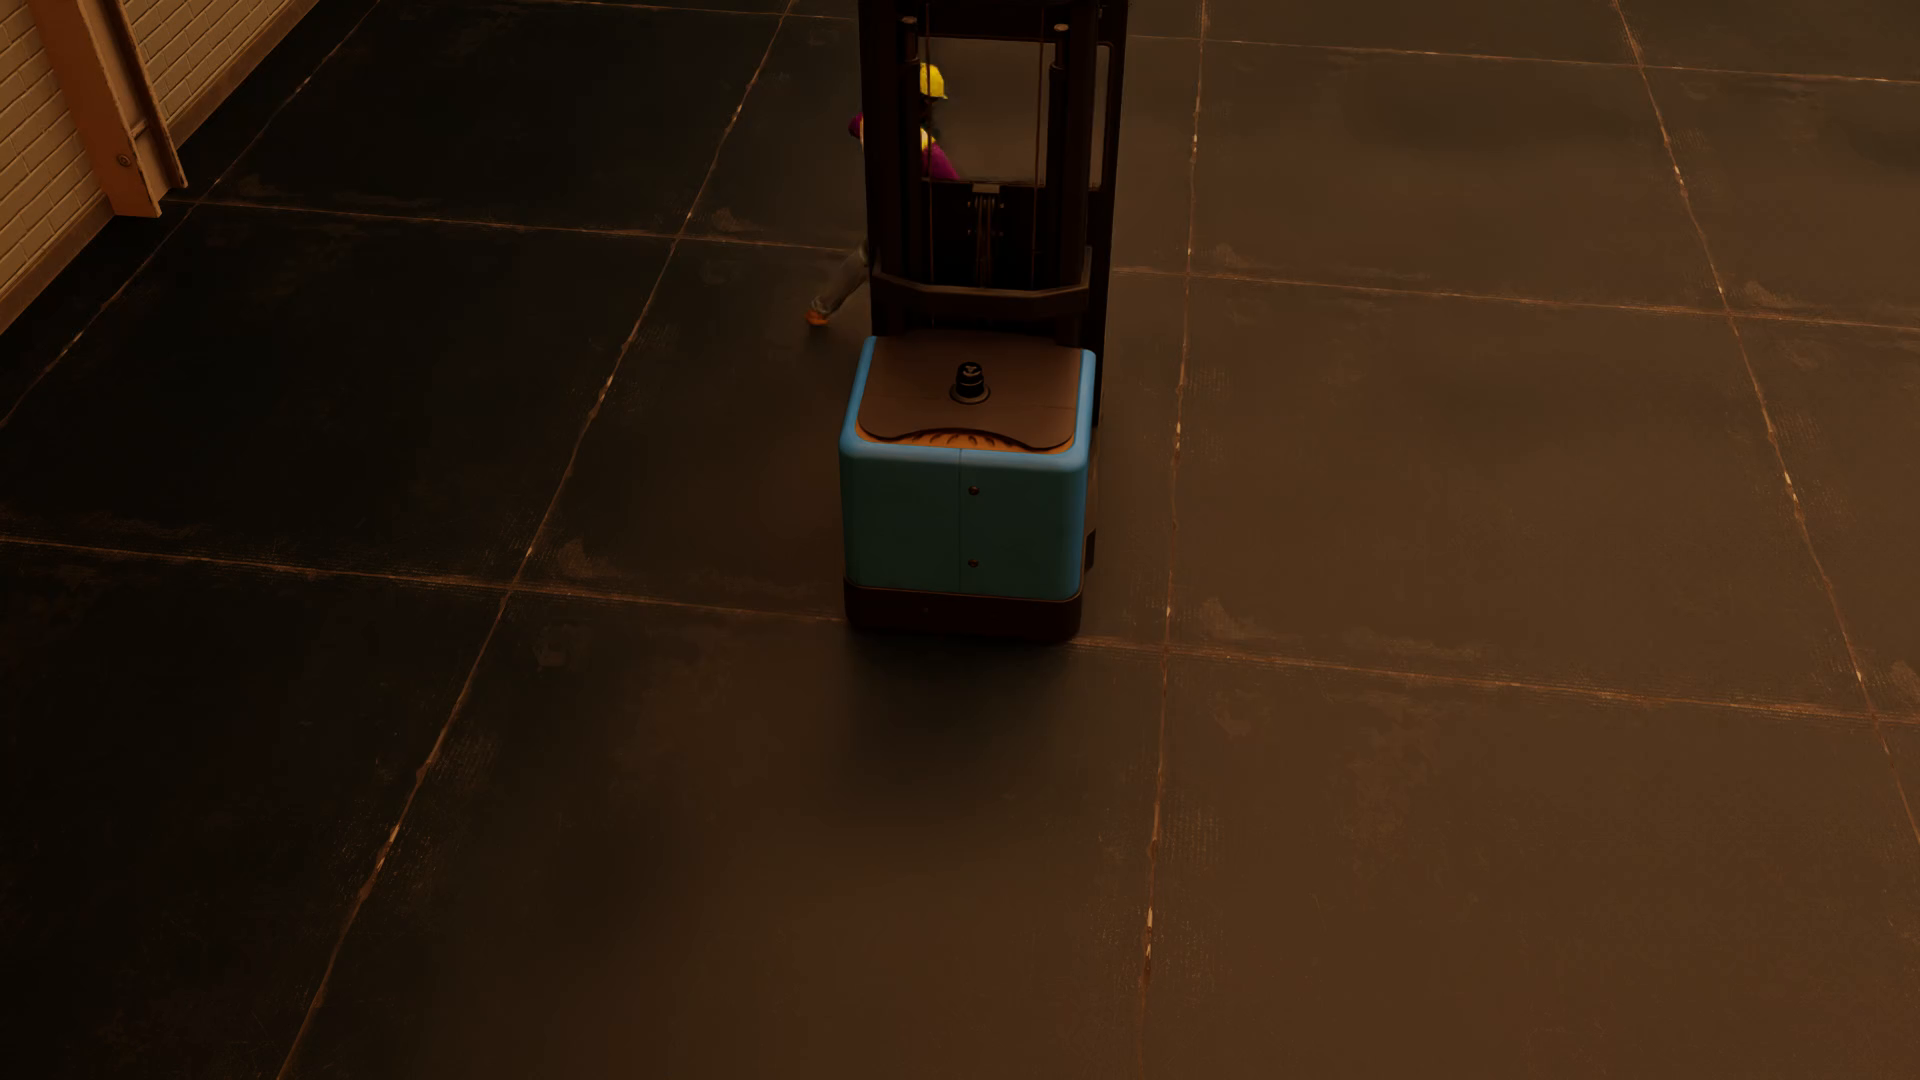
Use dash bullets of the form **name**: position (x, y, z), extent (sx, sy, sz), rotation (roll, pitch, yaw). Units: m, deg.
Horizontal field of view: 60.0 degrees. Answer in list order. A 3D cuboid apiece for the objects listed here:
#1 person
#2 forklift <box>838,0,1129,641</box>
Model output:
- **person**: position (-0.187, -1.726, 8.540), extent (1.012, 1.591, 1.119), rotation (-32, 51, -30)
- **forklift**: position (0.160, -1.631, 7.500), extent (1.130, 2.935, 3.031), rotation (4, 43, 5)
